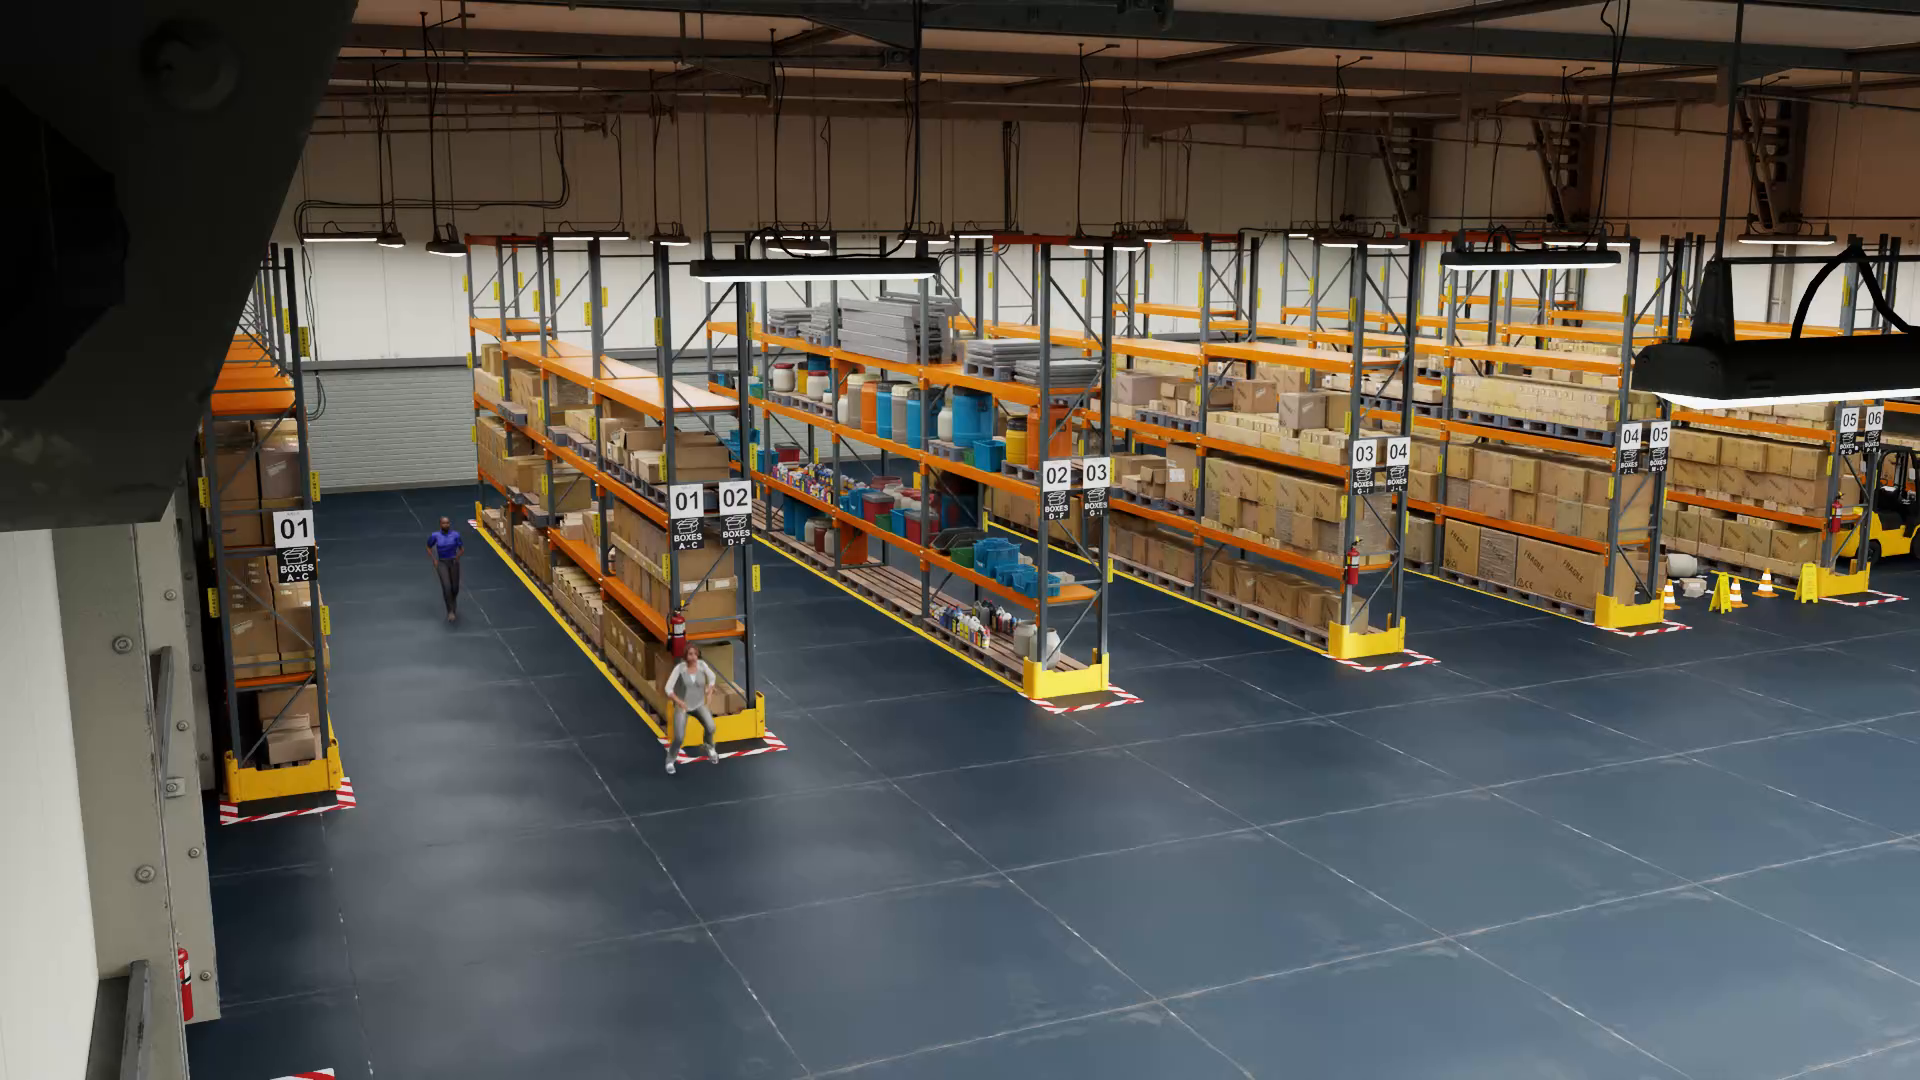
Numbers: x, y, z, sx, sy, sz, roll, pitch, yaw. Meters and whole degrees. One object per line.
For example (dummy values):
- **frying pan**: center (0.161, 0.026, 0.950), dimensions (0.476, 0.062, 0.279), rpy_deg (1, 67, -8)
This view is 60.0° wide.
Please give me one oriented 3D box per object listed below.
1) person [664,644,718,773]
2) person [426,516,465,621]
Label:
- **person**: center (-3.061, 1.938, 19.124), dimensions (0.640, 1.523, 0.562), rpy_deg (-6, 13, -29)
- **person**: center (-8.236, 0.423, 26.675), dimensions (0.585, 1.650, 0.727), rpy_deg (-5, 12, -25)
